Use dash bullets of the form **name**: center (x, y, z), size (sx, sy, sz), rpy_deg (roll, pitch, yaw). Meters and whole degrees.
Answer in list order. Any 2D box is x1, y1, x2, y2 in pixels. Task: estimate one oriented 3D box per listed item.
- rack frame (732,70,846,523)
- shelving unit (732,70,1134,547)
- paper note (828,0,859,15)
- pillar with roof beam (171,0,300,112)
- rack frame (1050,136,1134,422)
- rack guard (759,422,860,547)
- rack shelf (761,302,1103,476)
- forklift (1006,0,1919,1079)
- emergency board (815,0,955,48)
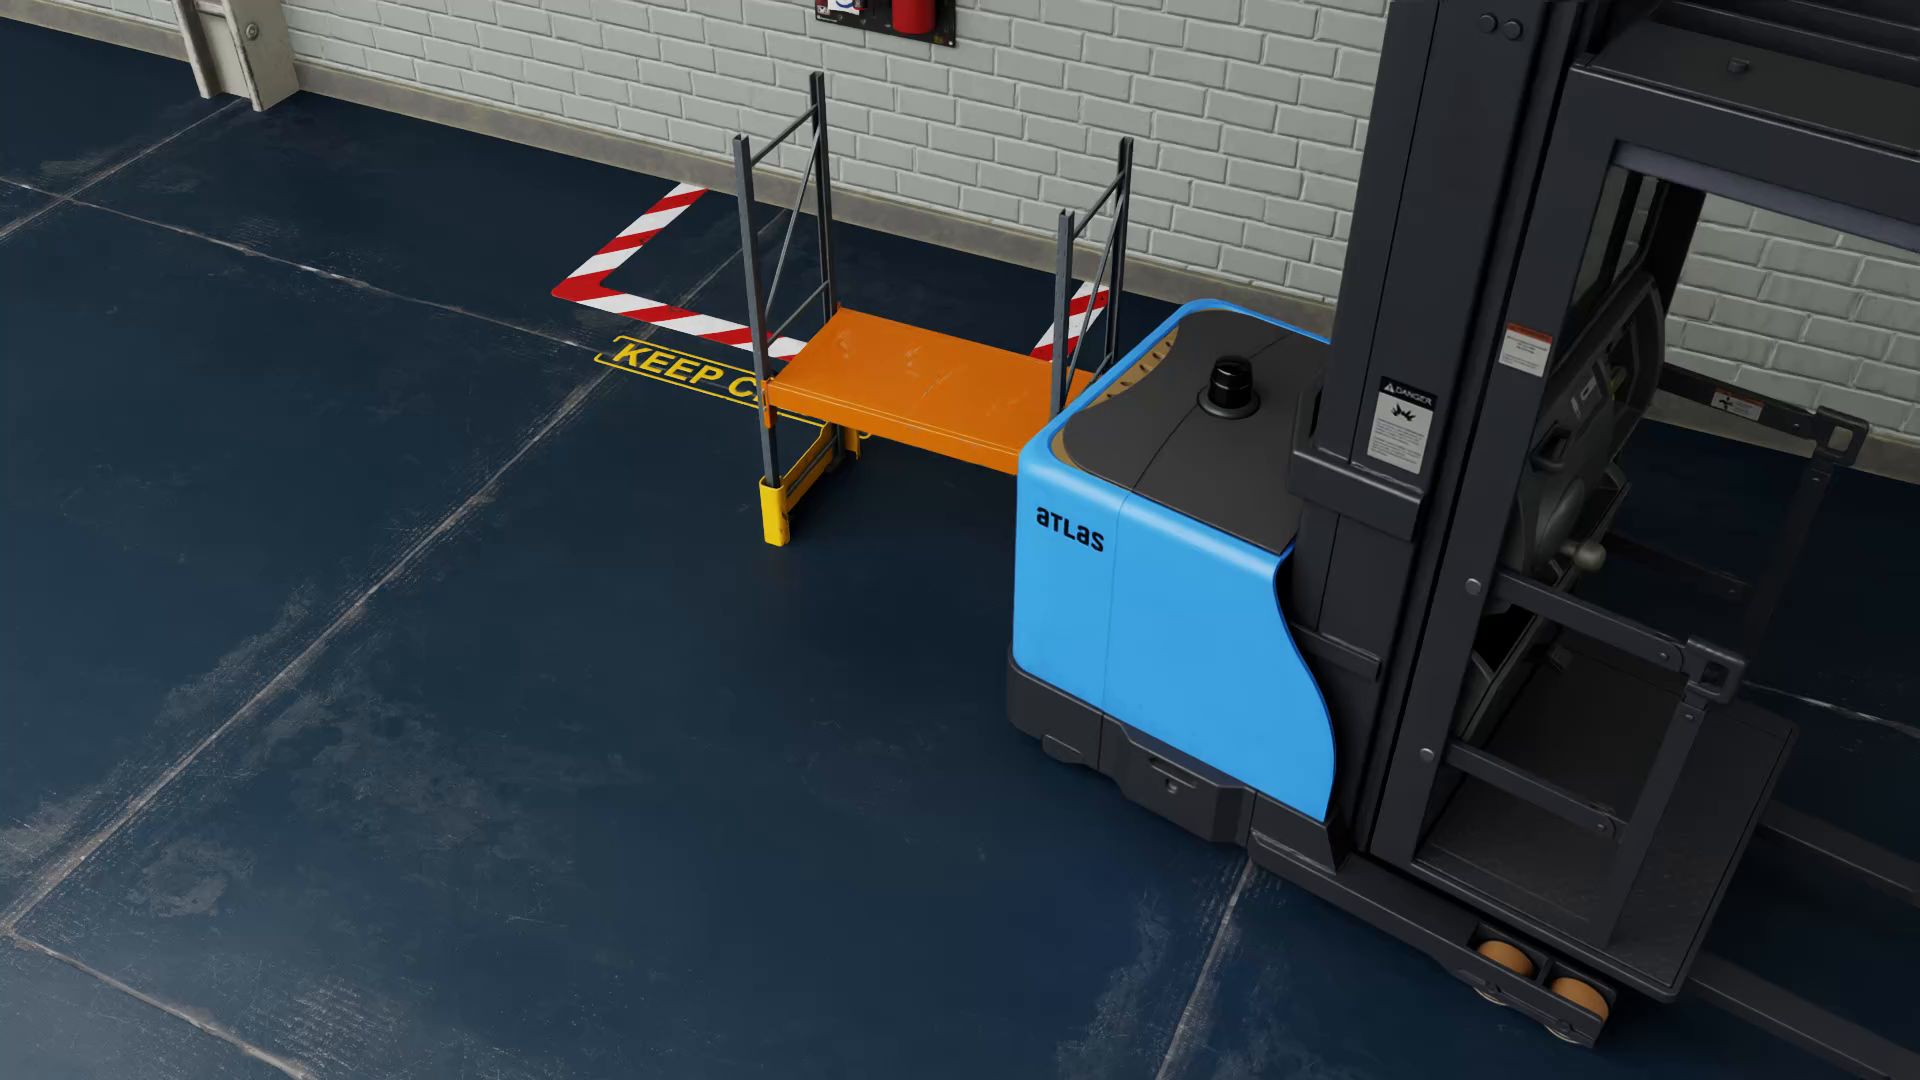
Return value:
- **rack frame**: center (-0.538, -0.731, 5.448), size (0.032, 1.500, 0.500), rpy_deg (17, 44, 19)
- **shelving unit**: center (-0.069, -0.588, 5.283), size (1.083, 1.500, 0.587), rpy_deg (17, 44, 19)
- **paper note**: center (-0.467, -2.188, 6.657), size (0.142, 0.148, 0.016), rpy_deg (17, 44, 19)
- **pillar with roof beam**: center (-5.370, -3.097, 2.453), size (0.400, 9.000, 9.100), rpy_deg (17, 44, 19)
- **rack frame**: center (0.383, -0.450, 5.124), size (0.032, 1.500, 0.500), rpy_deg (17, 44, 19)
- **rack guard**: center (-0.520, -0.253, 5.852), size (0.087, 0.250, 0.587), rpy_deg (17, 44, 19)
- **rack shelf**: center (-0.077, -0.454, 5.404), size (1.000, 0.185, 0.538), rpy_deg (17, 44, 19)
- **forklift**: center (1.631, -0.219, 3.765), size (3.031, 2.935, 1.130), rpy_deg (25, 47, 26)
- **emergency board**: center (-0.336, -2.431, 6.264), size (0.643, 1.169, 0.194), rpy_deg (17, 44, 19)
